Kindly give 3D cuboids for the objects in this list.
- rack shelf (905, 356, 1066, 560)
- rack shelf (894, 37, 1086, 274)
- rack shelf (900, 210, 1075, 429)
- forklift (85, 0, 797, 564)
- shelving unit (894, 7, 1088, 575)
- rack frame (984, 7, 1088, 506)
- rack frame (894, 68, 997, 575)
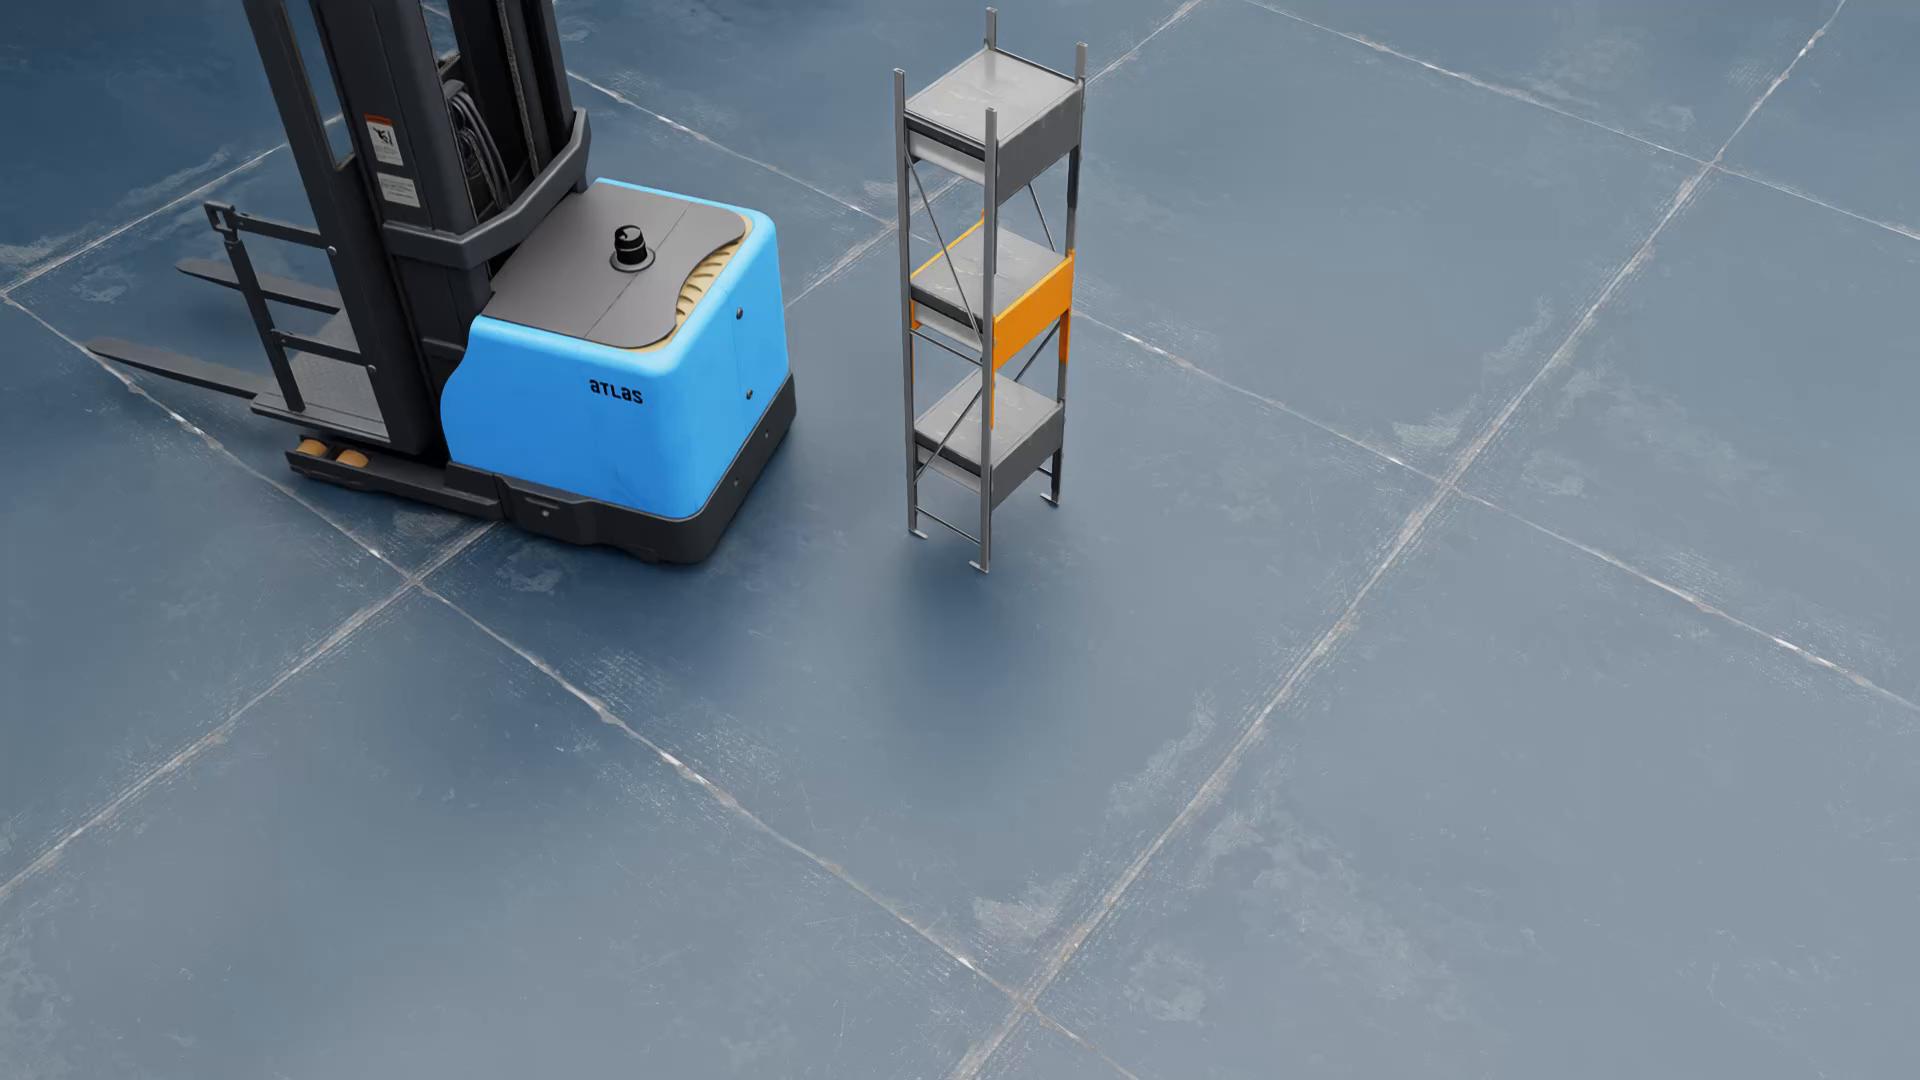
[{"bbox_3d":[0.101,-0.327,6.597,0.431,0.518,0.480,29,53,25],"label":"rack shelf"},{"bbox_3d":[0.101,-1.294,5.585,0.431,0.518,0.480,29,53,25],"label":"rack shelf"},{"bbox_3d":[0.101,-0.811,6.091,0.431,0.518,0.480,29,53,25],"label":"rack shelf"},{"bbox_3d":[-2.279,-1.569,6.222,3.031,2.935,1.130,14,48,13],"label":"forklift"},{"bbox_3d":[0.101,-0.820,6.081,0.431,2.100,0.503,29,53,25],"label":"shelving unit"},{"bbox_3d":[0.250,-0.960,6.215,0.400,2.100,0.015,29,53,25],"label":"rack frame"},{"bbox_3d":[-0.048,-0.680,5.948,0.400,2.100,0.015,29,53,25],"label":"rack frame"}]
